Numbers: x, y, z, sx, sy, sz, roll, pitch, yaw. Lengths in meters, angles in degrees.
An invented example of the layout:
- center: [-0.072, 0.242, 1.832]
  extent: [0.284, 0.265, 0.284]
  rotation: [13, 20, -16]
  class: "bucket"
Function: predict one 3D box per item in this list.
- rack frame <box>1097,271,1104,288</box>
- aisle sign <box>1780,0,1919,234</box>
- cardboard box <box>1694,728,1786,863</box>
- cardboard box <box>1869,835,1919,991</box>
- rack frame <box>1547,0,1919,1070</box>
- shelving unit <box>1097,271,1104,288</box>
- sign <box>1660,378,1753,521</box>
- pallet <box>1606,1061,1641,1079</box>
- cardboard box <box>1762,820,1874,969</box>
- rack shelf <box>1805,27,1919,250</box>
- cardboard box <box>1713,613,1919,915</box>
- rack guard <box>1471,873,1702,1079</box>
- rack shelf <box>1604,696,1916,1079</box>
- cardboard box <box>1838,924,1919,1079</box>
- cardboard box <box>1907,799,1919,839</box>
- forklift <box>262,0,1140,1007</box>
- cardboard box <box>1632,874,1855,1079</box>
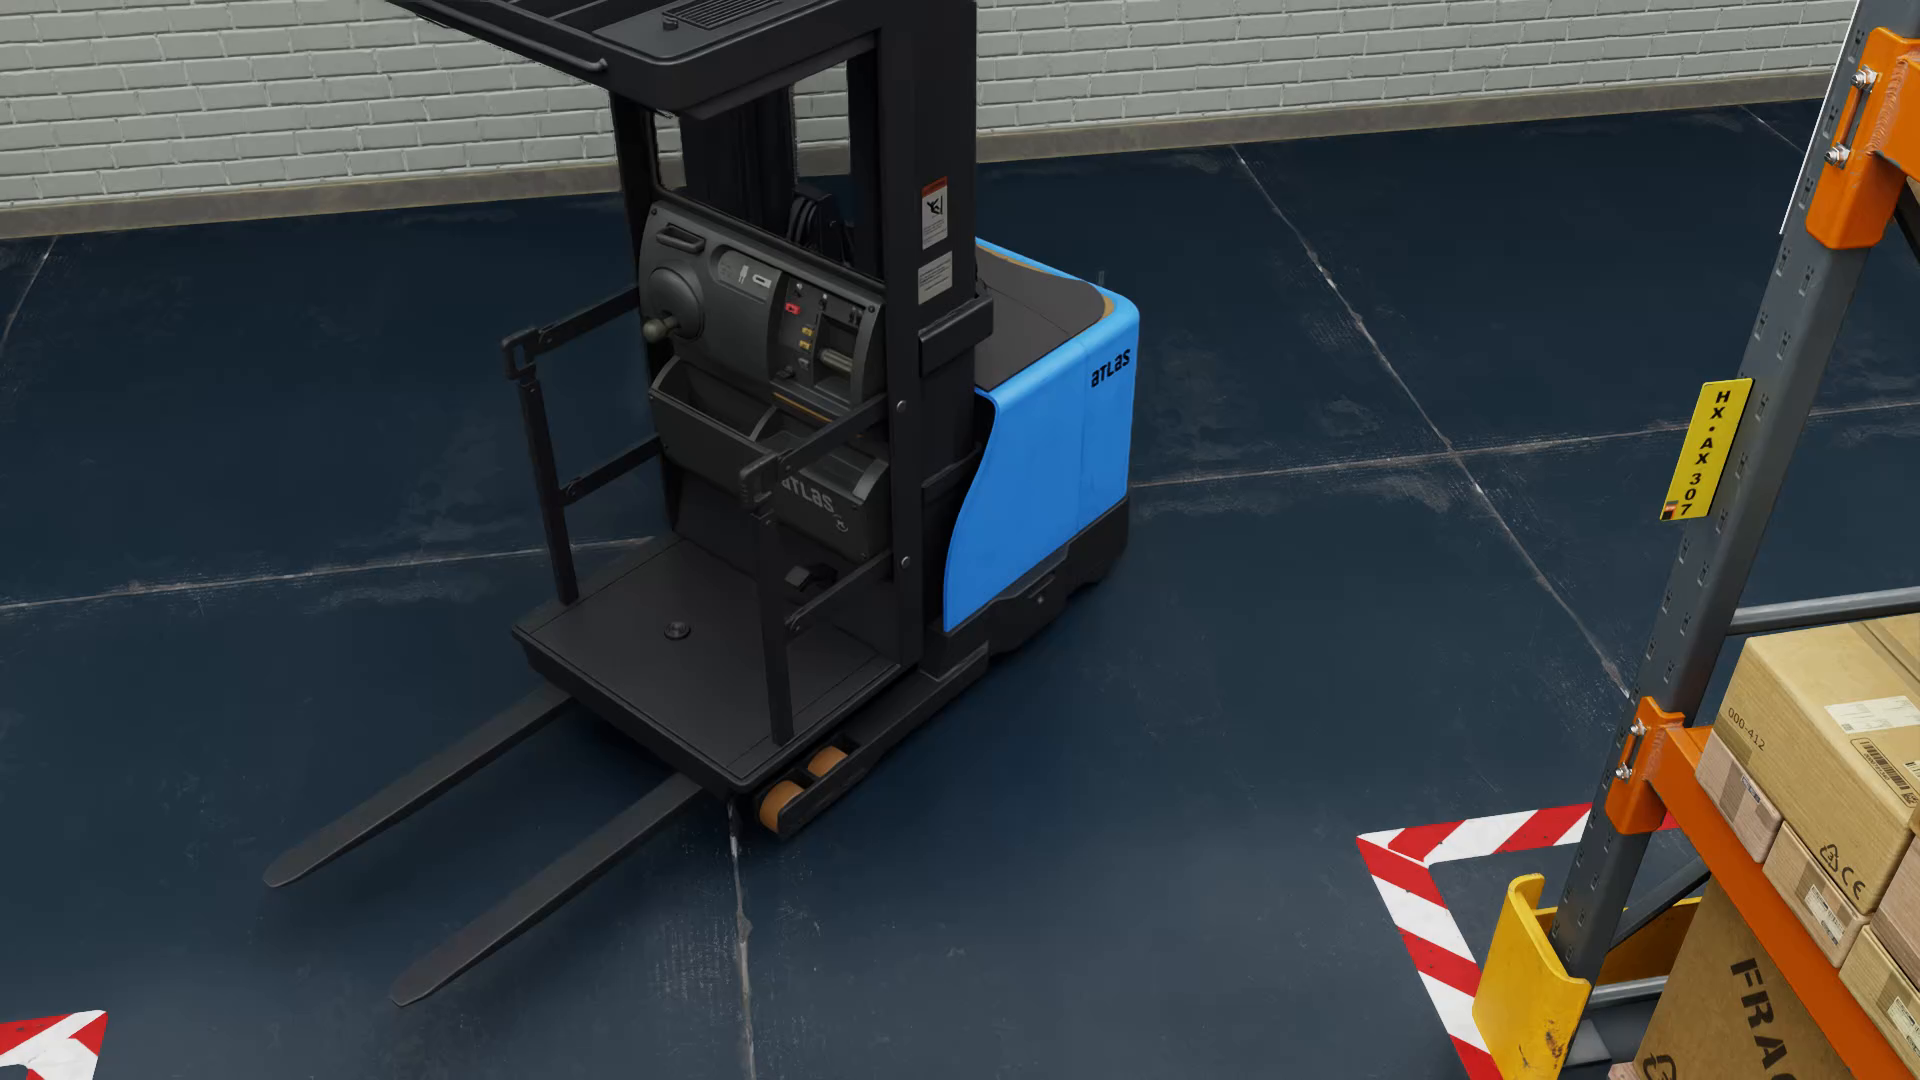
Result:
- center: [0.407, -0.635, 6.334]
  extent: [0.240, 0.900, 0.006]
  rotation: [8, 39, 10]
  class: "rack frame"
- center: [1.699, -0.894, 2.837]
  extent: [0.394, 0.787, 0.004]
  rotation: [-6, 38, -8]
  class: "aisle sign"
- center: [1.744, 0.493, 3.375]
  extent: [0.380, 0.149, 0.250]
  rotation: [-6, 38, -7]
  class: "cardboard box"
- center: [1.923, 0.718, 2.761]
  extent: [0.500, 0.250, 0.500]
  rotation: [-7, 38, -9]
  class: "cardboard box"
- center: [2.007, 0.144, 3.620]
  extent: [1.000, 3.000, 0.127]
  rotation: [-6, 38, -8]
  class: "rack frame"
- center: [0.385, -0.574, 6.255]
  extent: [0.258, 0.900, 0.210]
  rotation: [8, 39, 10]
  class: "shelving unit"
- center: [1.459, -0.173, 3.258]
  extent: [0.100, 0.325, 0.005]
  rotation: [-6, 38, -8]
  class: "sign"
- center: [2.224, 1.720, 3.865]
  extent: [1.003, 0.211, 1.213]
  rotation: [-6, 38, -8]
  class: "pallet"
- center: [1.791, 0.648, 3.176]
  extent: [0.380, 0.149, 0.250]
  rotation: [-7, 38, -9]
  class: "cardboard box"
- center: [2.358, 0.451, 1.365]
  extent: [1.077, 0.370, 4.000]
  rotation: [-6, 38, -8]
  class: "rack shelf"
- center: [1.825, 0.405, 3.164]
  extent: [0.500, 0.250, 0.500]
  rotation: [-7, 38, -9]
  class: "cardboard box"
- center: [2.003, 1.117, 4.405]
  extent: [1.175, 0.500, 0.348]
  rotation: [-6, 38, -8]
  class: "rack guard"
- center: [2.358, 1.636, 2.286]
  extent: [1.077, 0.370, 4.000]
  rotation: [-6, 38, -8]
  class: "rack shelf"
- center: [1.836, 0.802, 2.977]
  extent: [0.380, 0.149, 0.250]
  rotation: [-7, 38, -9]
  class: "cardboard box"
- center: [1.913, 0.410, 2.545]
  extent: [0.500, 0.500, 0.500]
  rotation: [-7, 38, -9]
  class: "cardboard box"
- center: [-0.725, -0.605, 4.640]
  extent: [1.130, 2.935, 3.031]
  rotation: [28, 46, 31]
  class: "forklift"
- center: [2.198, 1.195, 3.656]
  extent: [0.875, 0.875, 0.875]
  rotation: [-6, 38, -8]
  class: "cardboard box"
